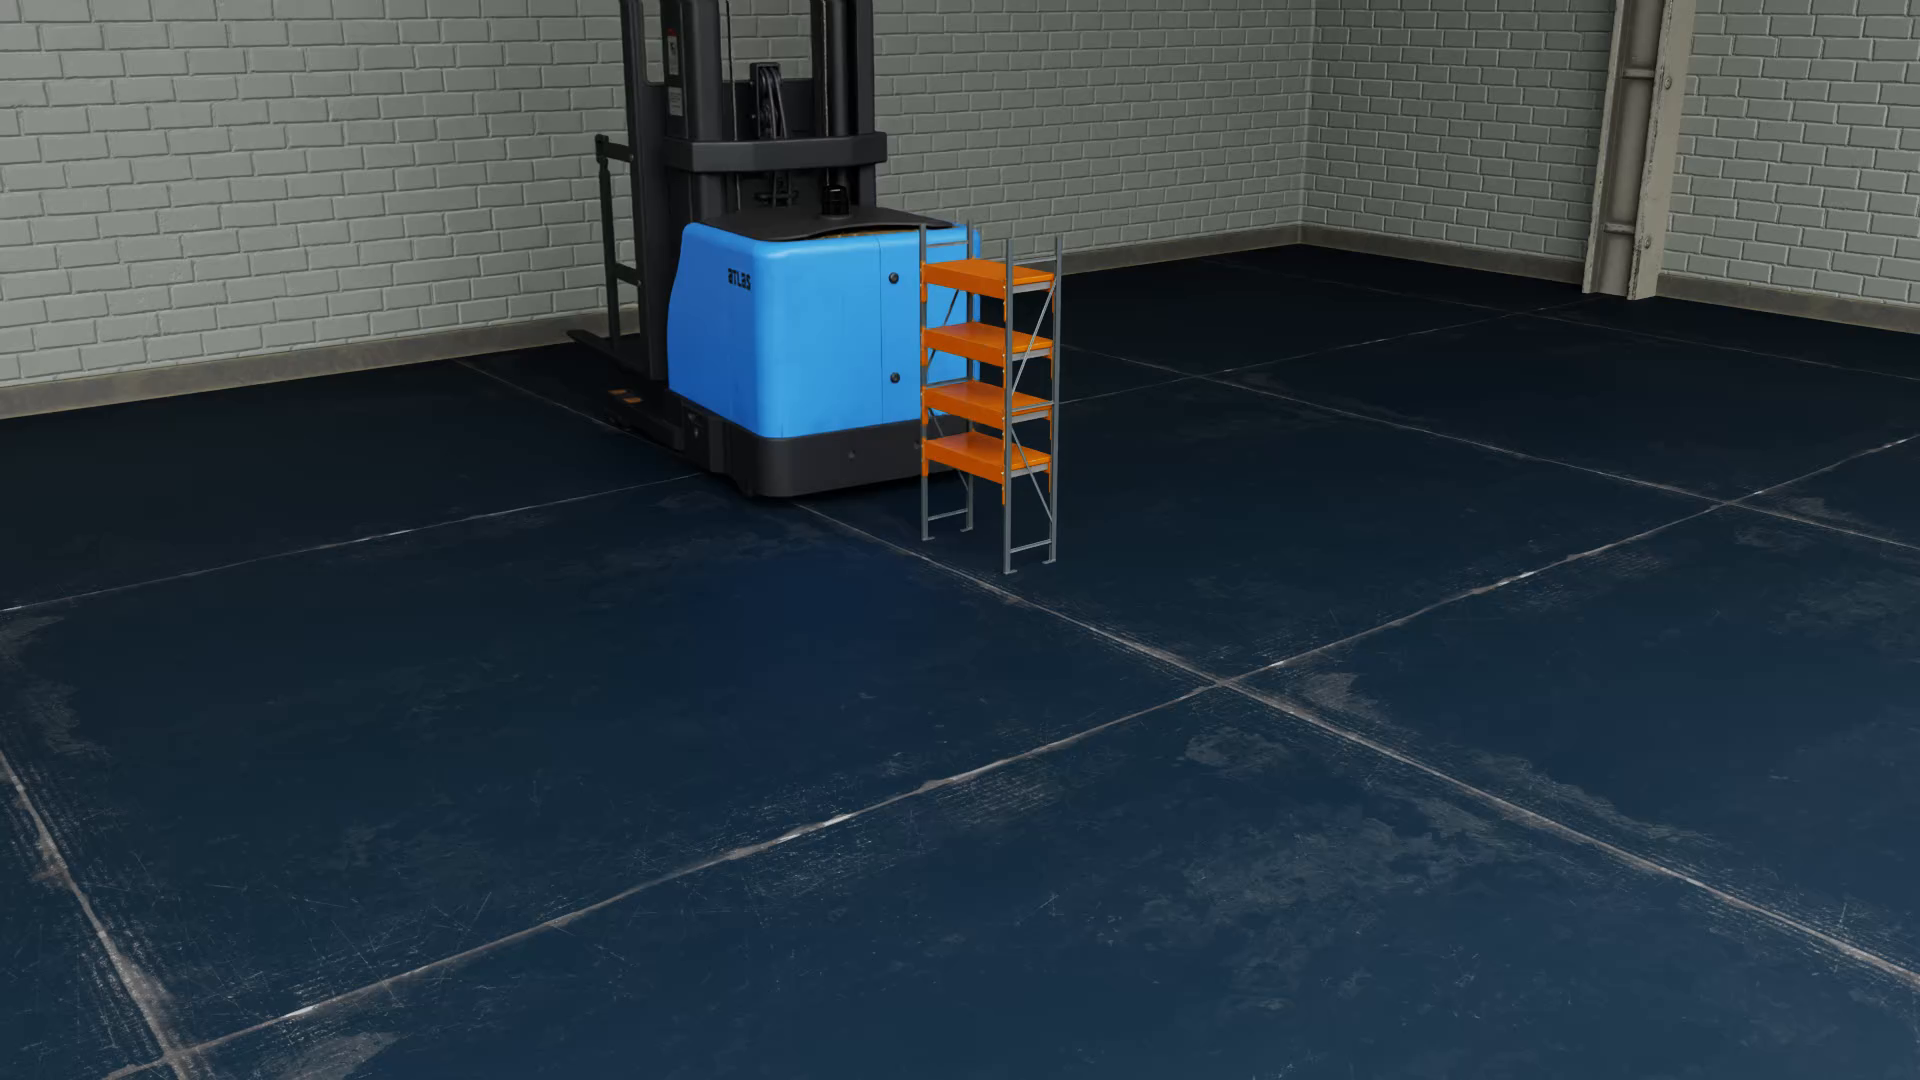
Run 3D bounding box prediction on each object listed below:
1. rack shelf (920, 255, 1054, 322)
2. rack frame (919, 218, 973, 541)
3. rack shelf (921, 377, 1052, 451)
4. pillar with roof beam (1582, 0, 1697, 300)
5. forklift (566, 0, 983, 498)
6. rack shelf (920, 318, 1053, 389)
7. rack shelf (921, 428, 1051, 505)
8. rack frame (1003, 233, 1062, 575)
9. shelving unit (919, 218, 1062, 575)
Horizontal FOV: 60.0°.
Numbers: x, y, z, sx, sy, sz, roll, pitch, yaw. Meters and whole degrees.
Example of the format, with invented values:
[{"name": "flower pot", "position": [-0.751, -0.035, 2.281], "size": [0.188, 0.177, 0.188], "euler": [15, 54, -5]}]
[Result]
[{"name": "rack shelf", "position": [0.103, -0.902, 5.927], "size": [0.258, 0.148, 0.480], "euler": [-14, 23, -36]}, {"name": "rack frame", "position": [-0.049, -0.589, 6.232], "size": [0.240, 1.200, 0.015], "euler": [-14, 23, -36]}, {"name": "rack shelf", "position": [0.103, -0.465, 6.072], "size": [0.258, 0.148, 0.480], "euler": [-14, 23, -36]}, {"name": "pillar with roof beam", "position": [1.191, -5.137, 7.562], "size": [9.100, 9.000, 0.400], "euler": [-14, 23, -36]}, {"name": "forklift", "position": [-1.090, -1.973, 7.658], "size": [1.130, 2.935, 3.031], "euler": [-11, 21, -29]}, {"name": "rack shelf", "position": [0.103, -0.677, 6.002], "size": [0.258, 0.148, 0.480], "euler": [-14, 23, -36]}, {"name": "rack shelf", "position": [0.103, -0.276, 6.134], "size": [0.258, 0.148, 0.480], "euler": [-14, 23, -36]}, {"name": "rack frame", "position": [0.254, -0.469, 5.869], "size": [0.240, 1.200, 0.015], "euler": [-14, 23, -36]}, {"name": "shelving unit", "position": [0.103, -0.529, 6.051], "size": [0.258, 1.200, 0.503], "euler": [-14, 23, -36]}]
